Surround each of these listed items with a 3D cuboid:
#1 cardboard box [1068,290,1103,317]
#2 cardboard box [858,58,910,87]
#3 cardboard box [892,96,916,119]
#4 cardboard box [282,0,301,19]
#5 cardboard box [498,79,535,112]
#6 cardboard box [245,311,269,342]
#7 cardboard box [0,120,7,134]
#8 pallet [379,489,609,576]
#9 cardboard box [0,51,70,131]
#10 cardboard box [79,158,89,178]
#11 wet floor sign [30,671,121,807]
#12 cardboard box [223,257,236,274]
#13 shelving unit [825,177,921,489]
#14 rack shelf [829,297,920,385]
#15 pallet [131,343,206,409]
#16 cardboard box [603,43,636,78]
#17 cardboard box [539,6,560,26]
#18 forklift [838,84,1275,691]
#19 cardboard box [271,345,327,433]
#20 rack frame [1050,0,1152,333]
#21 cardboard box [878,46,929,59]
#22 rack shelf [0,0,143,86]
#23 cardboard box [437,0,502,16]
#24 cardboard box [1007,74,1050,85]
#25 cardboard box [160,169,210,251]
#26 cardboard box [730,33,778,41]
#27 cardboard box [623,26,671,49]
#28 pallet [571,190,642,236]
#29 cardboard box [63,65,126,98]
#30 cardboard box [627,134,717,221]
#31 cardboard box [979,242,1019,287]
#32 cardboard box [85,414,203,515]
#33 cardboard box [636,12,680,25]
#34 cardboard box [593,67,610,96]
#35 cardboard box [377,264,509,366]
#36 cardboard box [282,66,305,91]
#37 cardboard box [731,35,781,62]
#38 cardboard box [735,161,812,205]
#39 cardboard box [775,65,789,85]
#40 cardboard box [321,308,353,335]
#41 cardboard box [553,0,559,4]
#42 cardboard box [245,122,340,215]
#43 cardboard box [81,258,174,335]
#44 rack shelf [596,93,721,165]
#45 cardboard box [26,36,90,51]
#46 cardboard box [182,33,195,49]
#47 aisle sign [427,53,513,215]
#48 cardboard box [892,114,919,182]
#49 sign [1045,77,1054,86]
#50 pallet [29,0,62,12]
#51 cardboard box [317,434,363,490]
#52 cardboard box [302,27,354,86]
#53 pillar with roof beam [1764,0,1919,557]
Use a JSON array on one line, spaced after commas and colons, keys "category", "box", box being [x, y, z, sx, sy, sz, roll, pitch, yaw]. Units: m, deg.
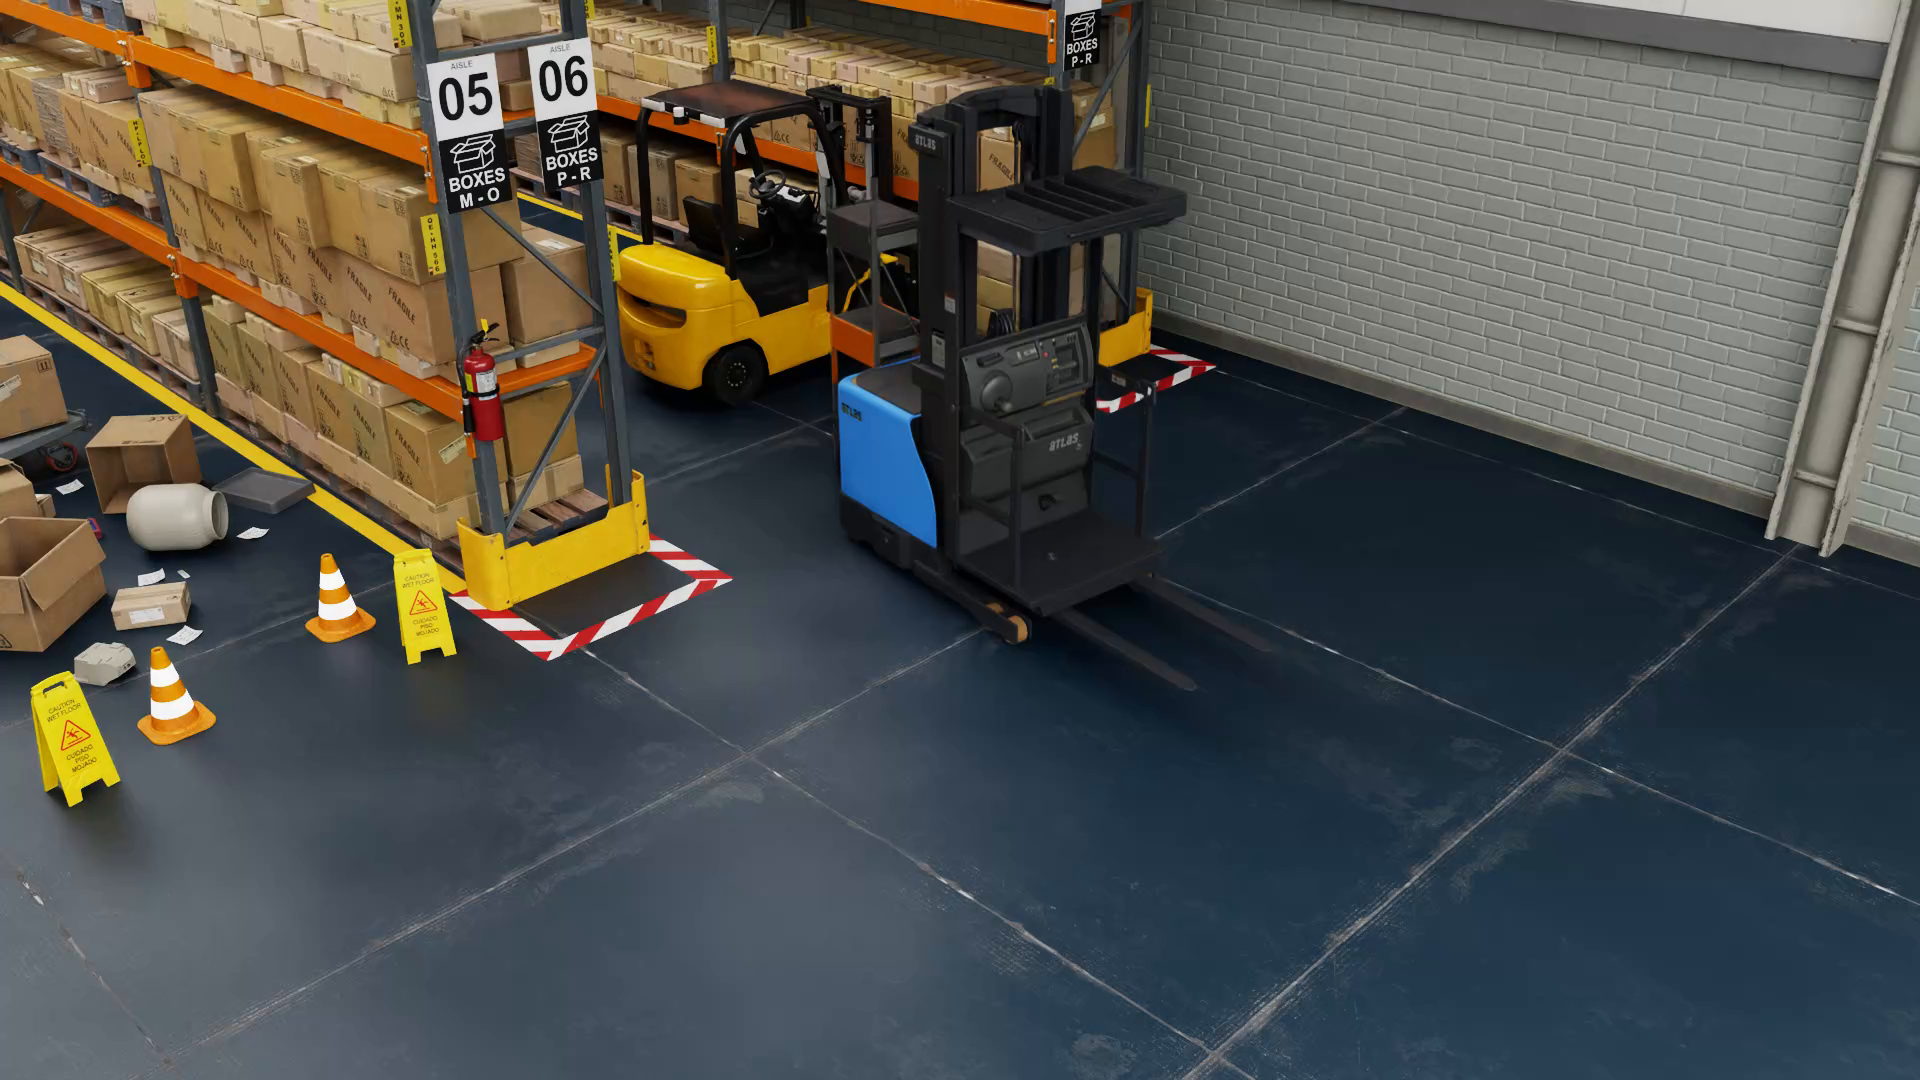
[{"category": "cardboard box", "box": [0.831, -1.957, 13.746, 0.500, 0.250, 0.500, 25, 37, 39]}, {"category": "cardboard box", "box": [-0.625, -3.860, 13.737, 0.250, 0.149, 0.380, 25, 37, 39]}, {"category": "cardboard box", "box": [-0.331, -3.525, 13.420, 0.250, 0.149, 0.380, 25, 37, 39]}, {"category": "cardboard box", "box": [-3.716, -3.147, 9.695, 0.250, 0.149, 0.380, 23, 36, 37]}, {"category": "cardboard box", "box": [-2.442, -2.547, 9.412, 0.250, 0.149, 0.380, 25, 36, 38]}, {"category": "cardboard box", "box": [-4.639, -1.498, 11.370, 0.380, 0.149, 0.250, -24, 36, -37]}, {"category": "cardboard box", "box": [-7.858, -3.529, 14.050, 0.250, 0.149, 0.380, 22, 35, 35]}, {"category": "pallet", "box": [-3.042, -0.182, 10.863, 1.213, 0.211, 1.003, 25, 36, 38]}, {"category": "cardboard box", "box": [-7.603, -3.696, 13.671, 0.500, 0.500, 0.500, -23, 35, -37]}, {"category": "cardboard box", "box": [-6.563, -2.909, 12.871, 0.250, 0.149, 0.380, 25, 36, 38]}, {"category": "wet floor sign", "box": [-4.423, 0.955, 8.233, 0.232, 0.644, 0.267, 18, 33, 30]}, {"category": "cardboard box", "box": [-4.859, -1.958, 11.514, 0.250, 0.149, 0.380, 24, 36, 38]}, {"category": "shelving unit", "box": [-0.536, -1.247, 10.859, 0.431, 2.100, 0.503, -20, 34, -33]}, {"category": "rack shelf", "box": [-0.536, -1.235, 10.866, 0.431, 0.518, 0.480, -20, 34, -33]}, {"category": "pallet", "box": [-5.842, -1.439, 13.254, 1.213, 0.211, 1.003, 25, 36, 38]}, {"category": "cardboard box", "box": [-3.070, -4.633, 15.955, 0.500, 0.250, 0.500, -24, 36, -38]}, {"category": "cardboard box", "box": [-4.052, -5.260, 16.720, 0.380, 0.149, 0.250, -25, 37, -39]}, {"category": "forklift", "box": [0.530, -0.955, 9.411, 1.130, 2.935, 3.031, -20, 34, -33]}, {"category": "cardboard box", "box": [-4.296, -1.098, 11.306, 0.500, 0.500, 0.500, -23, 35, -37]}, {"category": "rack frame", "box": [1.044, -2.763, 12.776, 0.127, 3.000, 1.000, 25, 36, 38]}, {"category": "cardboard box", "box": [-0.478, -4.099, 14.192, 0.250, 0.149, 0.380, 24, 36, 38]}, {"category": "rack shelf", "box": [-6.712, -4.082, 12.833, 4.000, 0.370, 1.077, 25, 36, 38]}, {"category": "cardboard box", "box": [-2.735, -2.945, 9.311, 0.250, 0.149, 0.380, 24, 36, 38]}, {"category": "cardboard box", "box": [0.593, -3.585, 13.214, 0.380, 0.149, 0.250, -24, 36, -38]}, {"category": "cardboard box", "box": [-5.167, -2.360, 11.581, 0.500, 0.500, 0.500, 24, 36, 38]}, {"category": "cardboard box", "box": [-1.908, -4.586, 15.437, 0.250, 0.149, 0.380, 24, 36, 37]}, {"category": "cardboard box", "box": [-2.965, -4.761, 15.771, 0.250, 0.149, 0.380, 24, 36, 37]}, {"category": "pallet", "box": [-3.235, -3.460, 17.097, 1.213, 0.211, 1.003, 25, 36, 38]}, {"category": "cardboard box", "box": [-6.486, -3.447, 12.500, 0.250, 0.149, 0.380, 23, 35, 36]}, {"category": "cardboard box", "box": [-2.736, -3.626, 16.516, 0.625, 0.625, 0.875, 24, 36, 38]}, {"category": "cardboard box", "box": [0.497, -2.222, 13.174, 0.500, 0.250, 0.500, -24, 36, -38]}, {"category": "cardboard box", "box": [-5.475, -0.514, 11.180, 0.500, 0.500, 0.500, -3, 28, -5]}, {"category": "cardboard box", "box": [-2.963, -5.099, 16.413, 0.380, 0.149, 0.250, -25, 37, -39]}, {"category": "cardboard box", "box": [-3.419, -4.580, 16.392, 0.500, 0.250, 0.500, -24, 36, -38]}, {"category": "cardboard box", "box": [-3.013, -1.376, 9.711, 0.500, 0.500, 0.500, 24, 36, 38]}, {"category": "cardboard box", "box": [-3.777, -2.782, 9.858, 0.250, 0.149, 0.380, 23, 36, 37]}, {"category": "cardboard box", "box": [-1.789, -4.329, 14.629, 0.380, 0.149, 0.250, -24, 36, -38]}, {"category": "cardboard box", "box": [-1.683, -3.218, 15.069, 0.500, 0.250, 0.500, 24, 36, 38]}, {"category": "cardboard box", "box": [-1.374, -4.049, 14.416, 0.250, 0.149, 0.380, 24, 36, 38]}, {"category": "cardboard box", "box": [-3.811, -1.449, 10.546, 0.250, 0.149, 0.380, 24, 36, 38]}, {"category": "cardboard box", "box": [-4.022, -5.618, 17.400, 0.380, 0.149, 0.250, -24, 36, -38]}, {"category": "cardboard box", "box": [-4.000, -2.336, 10.462, 0.500, 0.500, 0.700, 24, 36, 38]}, {"category": "cardboard box", "box": [-6.673, -2.073, 13.835, 0.950, 0.372, 0.625, -24, 36, -38]}, {"category": "rack shelf", "box": [-3.234, -4.403, 16.666, 4.000, 0.370, 1.077, 25, 36, 38]}, {"category": "cardboard box", "box": [-7.619, -4.031, 14.308, 0.500, 0.500, 0.500, 23, 36, 37]}, {"category": "cardboard box", "box": [-4.834, -3.305, 10.853, 0.250, 0.149, 0.380, 25, 36, 38]}, {"category": "aisle sign", "box": [-2.592, -2.149, 8.814, 0.004, 0.787, 0.394, 25, 36, 38]}, {"category": "cardboard box", "box": [-0.220, -3.221, 13.538, 0.500, 0.500, 0.500, 24, 36, 37]}, {"category": "sign", "box": [0.654, -3.205, 12.117, 0.005, 0.325, 0.100, 25, 36, 38]}, {"category": "pallet", "box": [-6.393, -4.239, 12.560, 1.003, 0.211, 1.213, 25, 36, 38]}, {"category": "cardboard box", "box": [-3.939, -0.599, 11.162, 0.500, 0.250, 0.500, 23, 35, 37]}, {"category": "cardboard box", "box": [-3.336, -2.754, 9.377, 0.500, 0.250, 0.500, 24, 36, 38]}, {"category": "pillar with roof beam", "box": [2.440, -2.559, 5.940, 0.400, 9.000, 9.100, 25, 36, 38]}]
